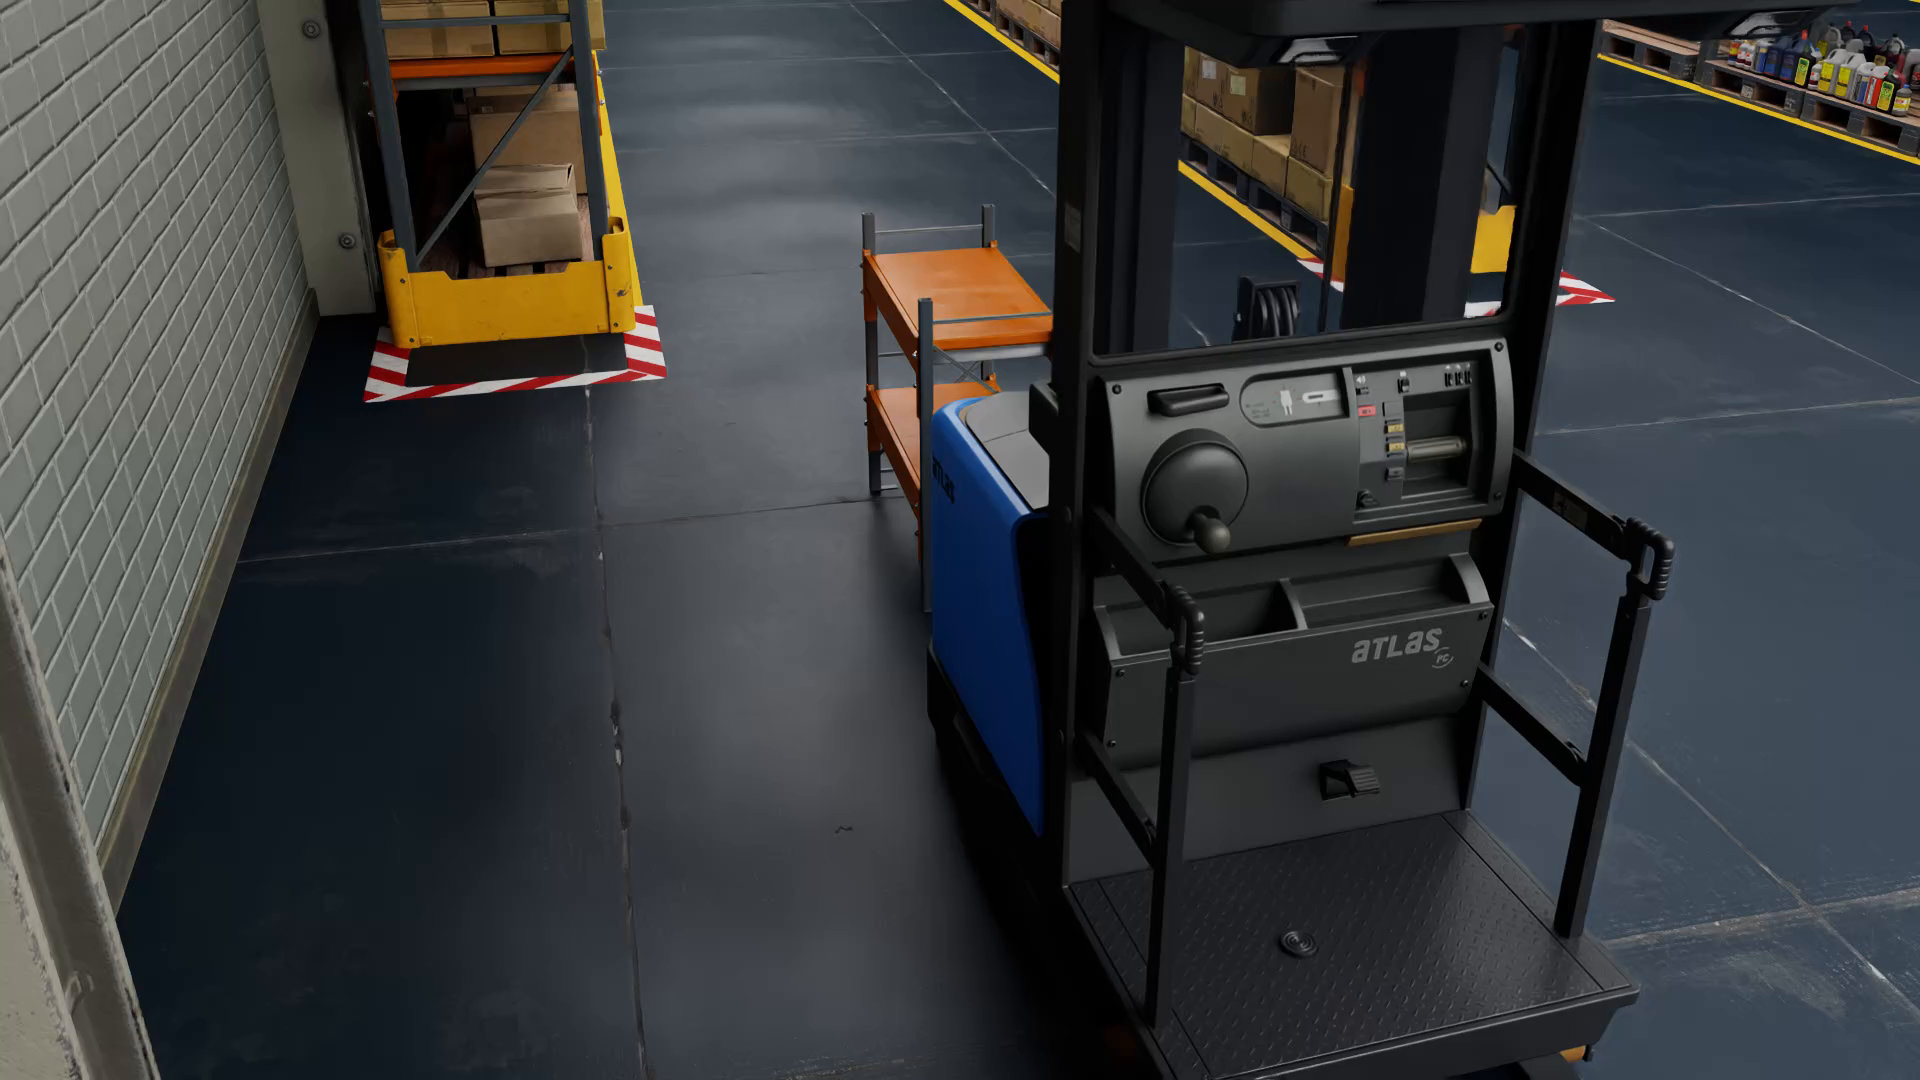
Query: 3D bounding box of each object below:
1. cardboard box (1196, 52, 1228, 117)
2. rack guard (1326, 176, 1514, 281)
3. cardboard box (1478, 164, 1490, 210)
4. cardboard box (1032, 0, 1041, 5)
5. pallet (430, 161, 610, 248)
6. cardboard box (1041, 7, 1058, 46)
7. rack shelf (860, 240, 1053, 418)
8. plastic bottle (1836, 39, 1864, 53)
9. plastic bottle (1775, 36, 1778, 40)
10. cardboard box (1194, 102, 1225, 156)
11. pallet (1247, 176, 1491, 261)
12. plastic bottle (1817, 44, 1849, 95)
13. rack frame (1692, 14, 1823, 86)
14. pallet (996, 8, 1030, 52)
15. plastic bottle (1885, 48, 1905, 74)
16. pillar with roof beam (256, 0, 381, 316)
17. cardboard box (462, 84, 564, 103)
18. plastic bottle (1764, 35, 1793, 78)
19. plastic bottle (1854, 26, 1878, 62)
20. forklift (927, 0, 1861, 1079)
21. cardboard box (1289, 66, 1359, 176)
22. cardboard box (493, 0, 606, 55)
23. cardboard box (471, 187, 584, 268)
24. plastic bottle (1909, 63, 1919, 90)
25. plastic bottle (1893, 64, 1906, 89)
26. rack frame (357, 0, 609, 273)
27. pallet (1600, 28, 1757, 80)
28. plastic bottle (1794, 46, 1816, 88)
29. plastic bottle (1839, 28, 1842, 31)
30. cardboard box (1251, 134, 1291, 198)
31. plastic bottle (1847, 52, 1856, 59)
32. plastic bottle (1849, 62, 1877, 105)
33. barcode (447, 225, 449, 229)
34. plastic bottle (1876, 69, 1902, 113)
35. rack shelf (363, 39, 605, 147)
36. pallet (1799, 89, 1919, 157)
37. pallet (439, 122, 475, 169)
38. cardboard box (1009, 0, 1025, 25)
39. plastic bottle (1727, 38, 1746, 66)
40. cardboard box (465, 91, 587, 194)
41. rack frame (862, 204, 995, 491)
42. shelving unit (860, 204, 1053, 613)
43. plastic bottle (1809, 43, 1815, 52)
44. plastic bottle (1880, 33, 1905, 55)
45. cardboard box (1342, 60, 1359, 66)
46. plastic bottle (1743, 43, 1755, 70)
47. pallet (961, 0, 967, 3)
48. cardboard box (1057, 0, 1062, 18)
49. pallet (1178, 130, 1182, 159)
[{"bbox_3d":[1.853,-3.028,10.674,0.500,0.500,0.500,-6,27,-12],"label":"cardboard box"},{"bbox_3d":[2.620,-1.745,9.152,1.175,0.500,0.348,-6,27,-12],"label":"rack guard"},{"bbox_3d":[2.711,-2.089,9.646,0.500,0.250,0.500,-6,27,-12],"label":"cardboard box"},{"bbox_3d":[0.883,-4.880,14.552,0.500,0.311,0.500,-7,28,-13],"label":"cardboard box"},{"bbox_3d":[-2.648,-2.050,10.077,1.003,0.211,1.213,-6,27,-12],"label":"pallet"},{"bbox_3d":[0.996,-4.410,14.244,0.500,0.250,0.500,-5,27,-11],"label":"cardboard box"},{"bbox_3d":[-0.002,-0.766,5.871,0.538,0.278,1.000,-6,27,-12],"label":"rack shelf"},{"bbox_3d":[6.871,-3.745,12.876,0.152,0.276,0.135,-6,27,-12],"label":"plastic bottle"},{"bbox_3d":[6.388,-3.800,12.976,0.061,0.283,0.133,-6,27,-12],"label":"plastic bottle"},{"bbox_3d":[1.856,-2.694,10.844,0.500,0.250,0.500,-6,27,-12],"label":"cardboard box"},{"bbox_3d":[2.402,-1.958,9.895,1.003,0.211,1.213,-6,27,-12],"label":"pallet"},{"bbox_3d":[6.456,-3.476,12.260,0.144,0.351,0.185,-6,27,-12],"label":"plastic bottle"},{"bbox_3d":[6.540,-5.129,13.082,1.000,3.000,0.127,-6,27,-12],"label":"rack frame"},{"bbox_3d":[0.959,-4.773,15.472,1.003,0.211,1.213,-6,27,-12],"label":"pallet"},{"bbox_3d":[7.011,-3.550,12.481,0.061,0.283,0.133,-6,27,-12],"label":"plastic bottle"},{"bbox_3d":[0.983,-5.701,7.559,9.100,9.000,0.400,-6,27,-12],"label":"pillar with roof beam"},{"bbox_3d":[-3.294,-3.525,12.190,0.700,0.500,0.500,-5,27,-10],"label":"cardboard box"},{"bbox_3d":[6.318,-3.746,12.794,0.144,0.351,0.185,-5,27,-10],"label":"plastic bottle"},{"bbox_3d":[7.009,-3.805,12.911,0.144,0.351,0.185,-7,28,-14],"label":"plastic bottle"},{"bbox_3d":[0.809,-0.165,3.324,1.130,2.935,3.031,-8,28,-15],"label":"forklift"},{"bbox_3d":[2.204,-2.371,9.372,0.500,0.500,0.500,-6,27,-12],"label":"cardboard box"},{"bbox_3d":[-2.011,-2.555,8.127,0.500,0.250,0.500,-7,28,-13],"label":"cardboard box"},{"bbox_3d":[-2.279,-1.676,8.736,0.500,0.311,0.500,-9,28,-17],"label":"cardboard box"},{"bbox_3d":[7.168,-3.475,12.424,0.097,0.201,0.097,0,27,0],"label":"plastic bottle"},{"bbox_3d":[6.674,-3.243,11.872,0.061,0.283,0.133,-6,27,-12],"label":"plastic bottle"},{"bbox_3d":[-2.211,-2.367,7.610,1.000,3.000,0.127,-6,27,-12],"label":"rack frame"},{"bbox_3d":[6.325,-4.225,14.386,1.003,0.211,1.213,-6,27,-12],"label":"pallet"},{"bbox_3d":[6.357,-3.556,12.493,0.061,0.283,0.133,-5,27,-9],"label":"plastic bottle"},{"bbox_3d":[6.970,-3.935,13.243,0.061,0.283,0.133,-5,27,-9],"label":"plastic bottle"},{"bbox_3d":[2.082,-2.255,9.974,0.500,0.250,0.500,-6,27,-12],"label":"cardboard box"},{"bbox_3d":[6.595,-3.469,12.329,0.152,0.276,0.135,-6,27,-12],"label":"plastic bottle"},{"bbox_3d":[6.539,-3.289,11.972,0.152,0.276,0.135,-7,28,-13],"label":"plastic bottle"},{"bbox_3d":[-2.673,-1.647,8.670,0.001,0.075,0.075,-6,27,-12],"label":"barcode"},{"bbox_3d":[6.557,-3.168,11.723,0.061,0.283,0.133,-5,27,-10],"label":"plastic bottle"},{"bbox_3d":[-2.661,-2.923,9.511,1.077,0.370,4.000,-6,27,-12],"label":"rack shelf"},{"bbox_3d":[6.929,-3.048,12.055,1.003,0.211,1.213,-6,27,-12],"label":"pallet"},{"bbox_3d":[-2.926,-2.586,11.140,1.003,0.211,1.213,-6,27,-12],"label":"pallet"},{"bbox_3d":[0.758,-4.863,15.141,0.500,0.250,0.500,-7,28,-13],"label":"cardboard box"},{"bbox_3d":[6.185,-3.923,13.232,0.097,0.271,0.097,0,27,0],"label":"plastic bottle"},{"bbox_3d":[-2.524,-2.337,9.838,0.700,0.500,0.500,-8,28,-15],"label":"cardboard box"},{"bbox_3d":[-0.116,-0.728,6.445,0.500,1.125,0.032,-6,27,-12],"label":"rack frame"},{"bbox_3d":[-0.002,-0.505,6.002,0.538,1.125,1.048,-6,27,-12],"label":"shelving unit"},{"bbox_3d":[6.468,-3.659,12.710,0.097,0.271,0.097,0,27,0],"label":"plastic bottle"},{"bbox_3d":[7.082,-3.663,12.630,0.144,0.351,0.185,-6,27,-12],"label":"plastic bottle"},{"bbox_3d":[2.596,-2.643,9.911,0.500,0.500,0.500,-6,27,-12],"label":"cardboard box"},{"bbox_3d":[6.231,-3.802,13.071,0.097,0.201,0.097,0,27,0],"label":"plastic bottle"},{"bbox_3d":[0.409,-6.004,17.912,1.003,0.211,1.213,-6,27,-12],"label":"pallet"},{"bbox_3d":[1.109,-4.433,13.668,0.500,0.311,0.500,-6,27,-12],"label":"cardboard box"},{"bbox_3d":[1.852,-3.029,12.017,1.003,0.211,1.213,-6,27,-12],"label":"pallet"}]
